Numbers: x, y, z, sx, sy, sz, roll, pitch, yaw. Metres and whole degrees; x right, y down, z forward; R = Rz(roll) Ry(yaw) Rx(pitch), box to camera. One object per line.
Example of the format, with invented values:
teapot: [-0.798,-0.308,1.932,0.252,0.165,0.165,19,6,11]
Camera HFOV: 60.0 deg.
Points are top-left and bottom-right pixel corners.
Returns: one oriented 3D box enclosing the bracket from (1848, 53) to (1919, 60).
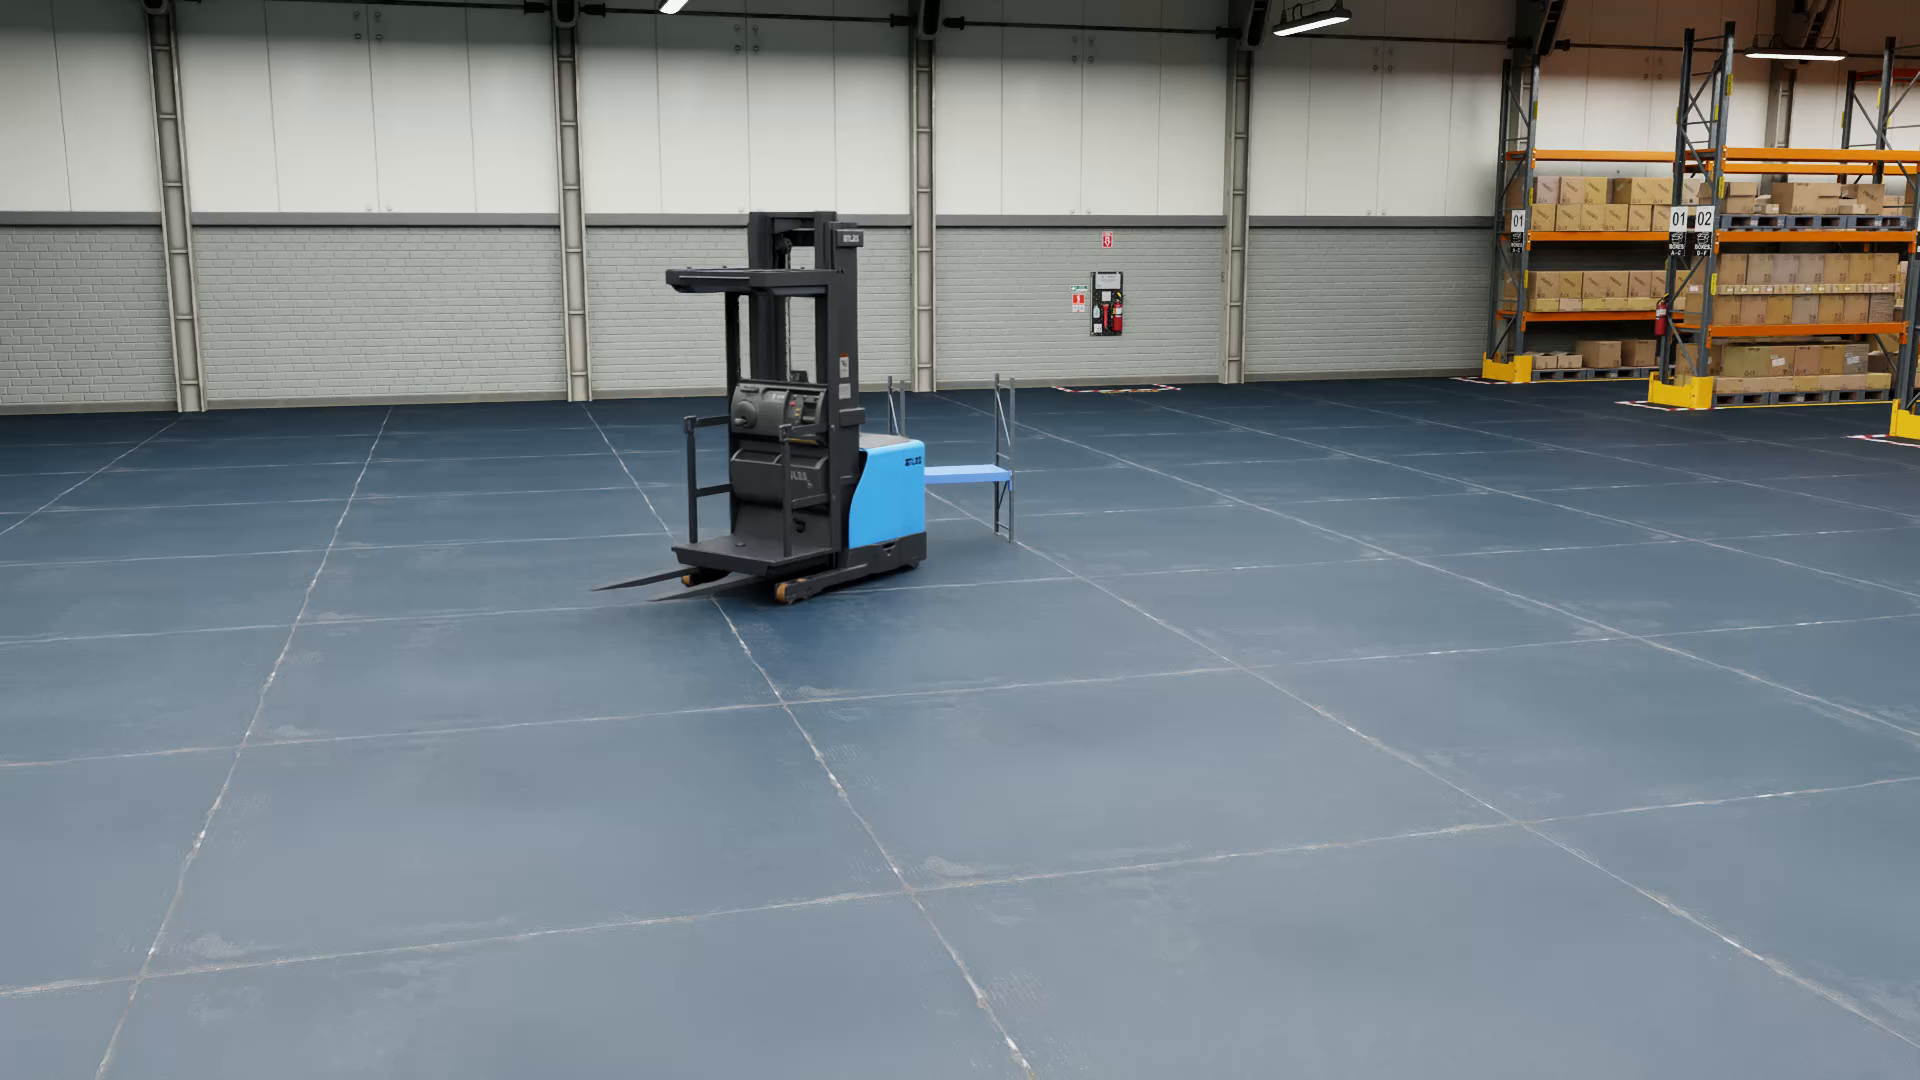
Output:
bracket: [19.600,-9.856,33.990,4.783,0.066,0.076,-3,11,-16]

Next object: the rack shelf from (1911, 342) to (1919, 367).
rack shelf: [15.127,-2.581,22.973,4.000,0.370,1.077,-3,11,-16]

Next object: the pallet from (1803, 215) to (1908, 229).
pallet: [14.855,-5.282,27.614,1.213,0.211,1.003,-3,11,-16]

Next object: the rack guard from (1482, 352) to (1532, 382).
rack guard: [10.511,-3.331,31.961,0.348,0.500,1.175,-3,11,-16]

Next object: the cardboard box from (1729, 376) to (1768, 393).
cardboard box: [12.882,-2.564,27.326,0.500,0.250,0.500,-3,11,-16]

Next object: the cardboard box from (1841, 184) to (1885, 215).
cardboard box: [15.109,-5.718,27.916,0.500,0.500,0.500,-2,11,-11]

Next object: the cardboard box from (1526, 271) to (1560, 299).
cardboard box: [10.980,-4.833,31.505,0.500,0.500,0.500,-3,11,-16]

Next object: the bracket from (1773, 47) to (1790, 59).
bracket: [16.330,-9.683,33.054,0.430,0.232,0.235,-3,11,-16]

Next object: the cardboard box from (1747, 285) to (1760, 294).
cardboard box: [12.755,-4.072,27.016,0.250,0.149,0.380,-3,11,-16]

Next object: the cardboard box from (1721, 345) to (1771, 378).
cardboard box: [12.883,-2.932,27.257,0.500,0.500,0.500,-3,11,-16]

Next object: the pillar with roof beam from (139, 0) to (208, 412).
pillar with roof beam: [-10.972,-5.729,21.517,0.548,9.000,9.100,-3,11,-16]

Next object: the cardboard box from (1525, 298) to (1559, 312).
cardboard box: [10.995,-4.462,31.560,0.500,0.250,0.500,-3,11,-18]

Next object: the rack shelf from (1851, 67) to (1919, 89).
rack shelf: [20.039,-9.293,33.683,4.000,0.370,1.077,-3,11,-16]

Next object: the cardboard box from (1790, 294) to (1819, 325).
cardboard box: [13.763,-3.845,27.572,0.500,0.500,0.700,-3,11,-14]

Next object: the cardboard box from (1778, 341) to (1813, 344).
cardboard box: [14.174,-3.101,28.173,0.500,0.500,0.500,-3,11,-16]

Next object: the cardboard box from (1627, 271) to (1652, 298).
cardboard box: [12.947,-4.936,32.064,0.500,0.500,0.500,-3,11,-18]

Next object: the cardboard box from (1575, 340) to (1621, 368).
cardboard box: [12.393,-3.620,32.316,0.500,0.500,0.700,-4,11,-20]

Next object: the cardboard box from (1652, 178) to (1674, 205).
cardboard box: [13.347,-6.682,31.885,0.500,0.500,0.500,-2,11,-13]

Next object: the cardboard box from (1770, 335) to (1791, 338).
cardboard box: [16.385,-4.226,33.540,0.500,0.250,0.500,-3,11,-16]

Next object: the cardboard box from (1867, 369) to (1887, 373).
cardboard box: [15.984,-2.823,28.735,0.500,0.250,0.500,-3,11,-16]

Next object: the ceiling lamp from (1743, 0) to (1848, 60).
ceiling lamp: [14.933,-10.085,29.055,2.000,3.185,0.800,-3,11,-16]

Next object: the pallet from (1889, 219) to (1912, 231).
pallet: [16.510,-5.326,28.137,1.217,0.209,0.805,-3,11,-18]

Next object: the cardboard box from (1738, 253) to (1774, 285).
cardboard box: [12.832,-4.434,27.191,0.500,0.500,0.700,-3,11,-17]

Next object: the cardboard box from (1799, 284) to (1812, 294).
cardboard box: [13.739,-4.123,27.295,0.250,0.149,0.380,-3,11,-15]

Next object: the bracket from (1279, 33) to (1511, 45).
bracket: [8.079,-9.249,30.692,4.783,0.066,0.076,-3,11,-16]

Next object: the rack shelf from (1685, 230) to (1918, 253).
rack shelf: [13.746,-4.918,27.380,4.000,0.370,1.077,-3,11,-16]

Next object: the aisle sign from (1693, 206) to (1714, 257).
aisle sign: [11.848,-4.917,26.494,0.004,0.787,0.394,-3,11,-16]

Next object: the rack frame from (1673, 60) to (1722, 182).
rack frame: [14.278,-7.709,32.270,0.127,3.000,1.000,-3,11,-16]

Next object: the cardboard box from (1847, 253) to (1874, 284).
cardboard box: [14.757,-4.535,27.742,0.500,0.500,0.700,-3,11,-16]

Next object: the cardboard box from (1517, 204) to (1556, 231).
cardboard box: [10.829,-6.064,31.287,0.500,0.500,0.500,-3,11,-14]

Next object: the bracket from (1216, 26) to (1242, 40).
bracket: [4.808,-9.076,29.755,0.430,0.232,0.235,-3,11,-16]

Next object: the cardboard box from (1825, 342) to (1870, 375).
cardboard box: [14.799,-3.036,27.819,0.500,0.500,0.500,-3,11,-16]

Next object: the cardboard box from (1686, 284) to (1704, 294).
cardboard box: [12.140,-4.116,27.254,0.250,0.149,0.380,-3,11,-17]

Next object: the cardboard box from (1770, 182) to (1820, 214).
cardboard box: [13.497,-5.531,26.904,0.500,0.500,0.500,-3,11,-16]

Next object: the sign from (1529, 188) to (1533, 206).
sign: [10.590,-6.367,30.851,0.005,0.325,0.100,-3,11,-16]

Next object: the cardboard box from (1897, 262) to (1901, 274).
cardboard box: [18.655,-5.515,33.696,0.500,0.250,0.500,-3,11,-15]

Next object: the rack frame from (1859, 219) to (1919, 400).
rack frame: [15.666,-3.898,28.136,0.127,3.000,1.000,-3,11,-16]

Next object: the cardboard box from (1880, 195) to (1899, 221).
cardboard box: [18.560,-6.736,33.777,0.500,0.500,0.700,-4,11,-20]

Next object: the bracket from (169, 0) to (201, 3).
bracket: [-11.678,-8.207,25.035,0.430,0.232,0.235,-3,11,-16]

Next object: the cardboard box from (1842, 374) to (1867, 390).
cardboard box: [14.800,-2.667,27.885,0.500,0.250,0.500,-3,11,-16]

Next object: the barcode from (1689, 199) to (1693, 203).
barcode: [11.981,-5.555,27.251,0.075,0.075,0.001,-3,11,-16]

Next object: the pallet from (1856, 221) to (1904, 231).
pallet: [18.722,-6.385,33.885,1.003,0.211,1.213,-2,11,-13]

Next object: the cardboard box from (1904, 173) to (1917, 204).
cardboard box: [16.270,-5.899,27.905,0.500,0.500,0.500,-3,11,-15]

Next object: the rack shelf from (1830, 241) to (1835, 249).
rack shelf: [16.199,-5.981,33.156,4.000,0.370,1.077,-3,11,-16]

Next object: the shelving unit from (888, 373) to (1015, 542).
shelving unit: [-0.082,-0.733,15.091,1.048,1.500,0.538,-3,11,-16]

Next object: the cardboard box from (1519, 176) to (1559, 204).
cardboard box: [10.876,-6.559,31.217,0.500,0.500,0.500,-4,11,-20]

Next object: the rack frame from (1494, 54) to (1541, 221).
rack frame: [10.438,-7.506,31.170,0.127,3.000,1.000,-3,11,-16]

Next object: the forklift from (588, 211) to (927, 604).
forklift: [-1.550,-1.053,12.874,1.130,2.935,3.031,7,13,35]

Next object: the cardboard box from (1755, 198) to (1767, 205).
cardboard box: [12.858,-5.476,27.294,0.500,0.250,0.500,-3,11,-16]

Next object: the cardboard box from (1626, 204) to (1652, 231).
cardboard box: [12.852,-6.166,31.843,0.500,0.500,0.500,-3,11,-18]

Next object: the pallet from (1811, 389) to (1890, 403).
pallet: [14.891,-2.493,28.210,1.213,0.211,1.003,-3,11,-16]

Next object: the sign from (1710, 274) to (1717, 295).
sign: [11.975,-4.063,26.426,0.005,0.325,0.100,-3,11,-16]

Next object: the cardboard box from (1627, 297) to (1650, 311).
cardboard box: [12.949,-4.566,32.126,0.500,0.250,0.500,-3,11,-16]

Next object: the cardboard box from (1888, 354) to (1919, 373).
cardboard box: [16.133,-3.005,28.175,0.500,0.311,0.500,-3,11,-16]

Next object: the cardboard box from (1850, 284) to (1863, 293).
cardboard box: [14.725,-4.175,27.578,0.250,0.149,0.380,-3,11,-16]

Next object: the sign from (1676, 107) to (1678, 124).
sign: [14.118,-8.342,32.693,0.005,0.325,0.100,-3,11,-16]

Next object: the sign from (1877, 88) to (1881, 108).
sign: [15.503,-7.440,28.011,0.005,0.325,0.100,-3,11,-16]

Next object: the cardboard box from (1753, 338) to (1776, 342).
cardboard box: [15.964,-3.839,33.509,0.500,0.500,0.700,-3,11,-15]
